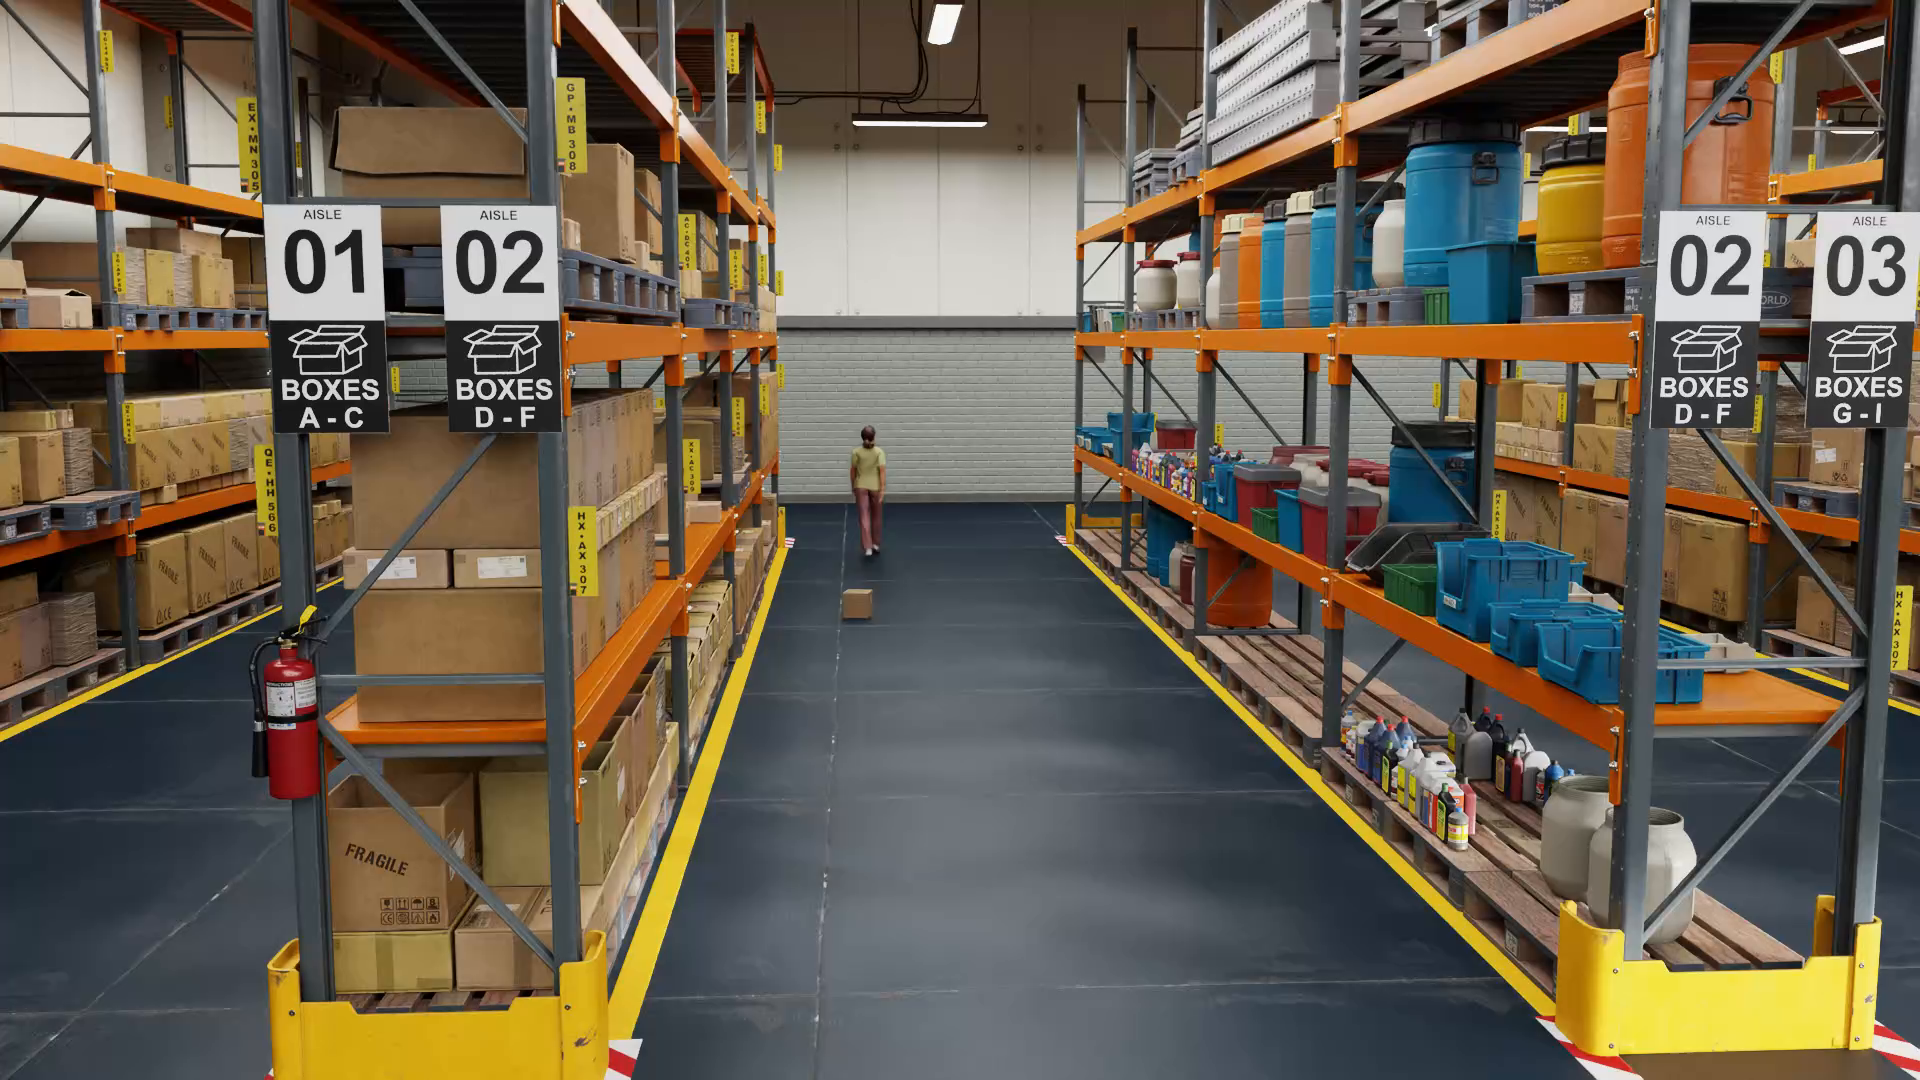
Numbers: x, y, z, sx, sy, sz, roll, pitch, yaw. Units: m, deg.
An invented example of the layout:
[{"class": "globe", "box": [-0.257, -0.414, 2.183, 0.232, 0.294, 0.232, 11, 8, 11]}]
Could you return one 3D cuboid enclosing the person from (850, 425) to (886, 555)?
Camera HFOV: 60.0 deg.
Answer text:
[{"class": "person", "box": [-1.164, -0.644, 20.970, 0.445, 1.610, 1.000, -1, 7, -7]}]
